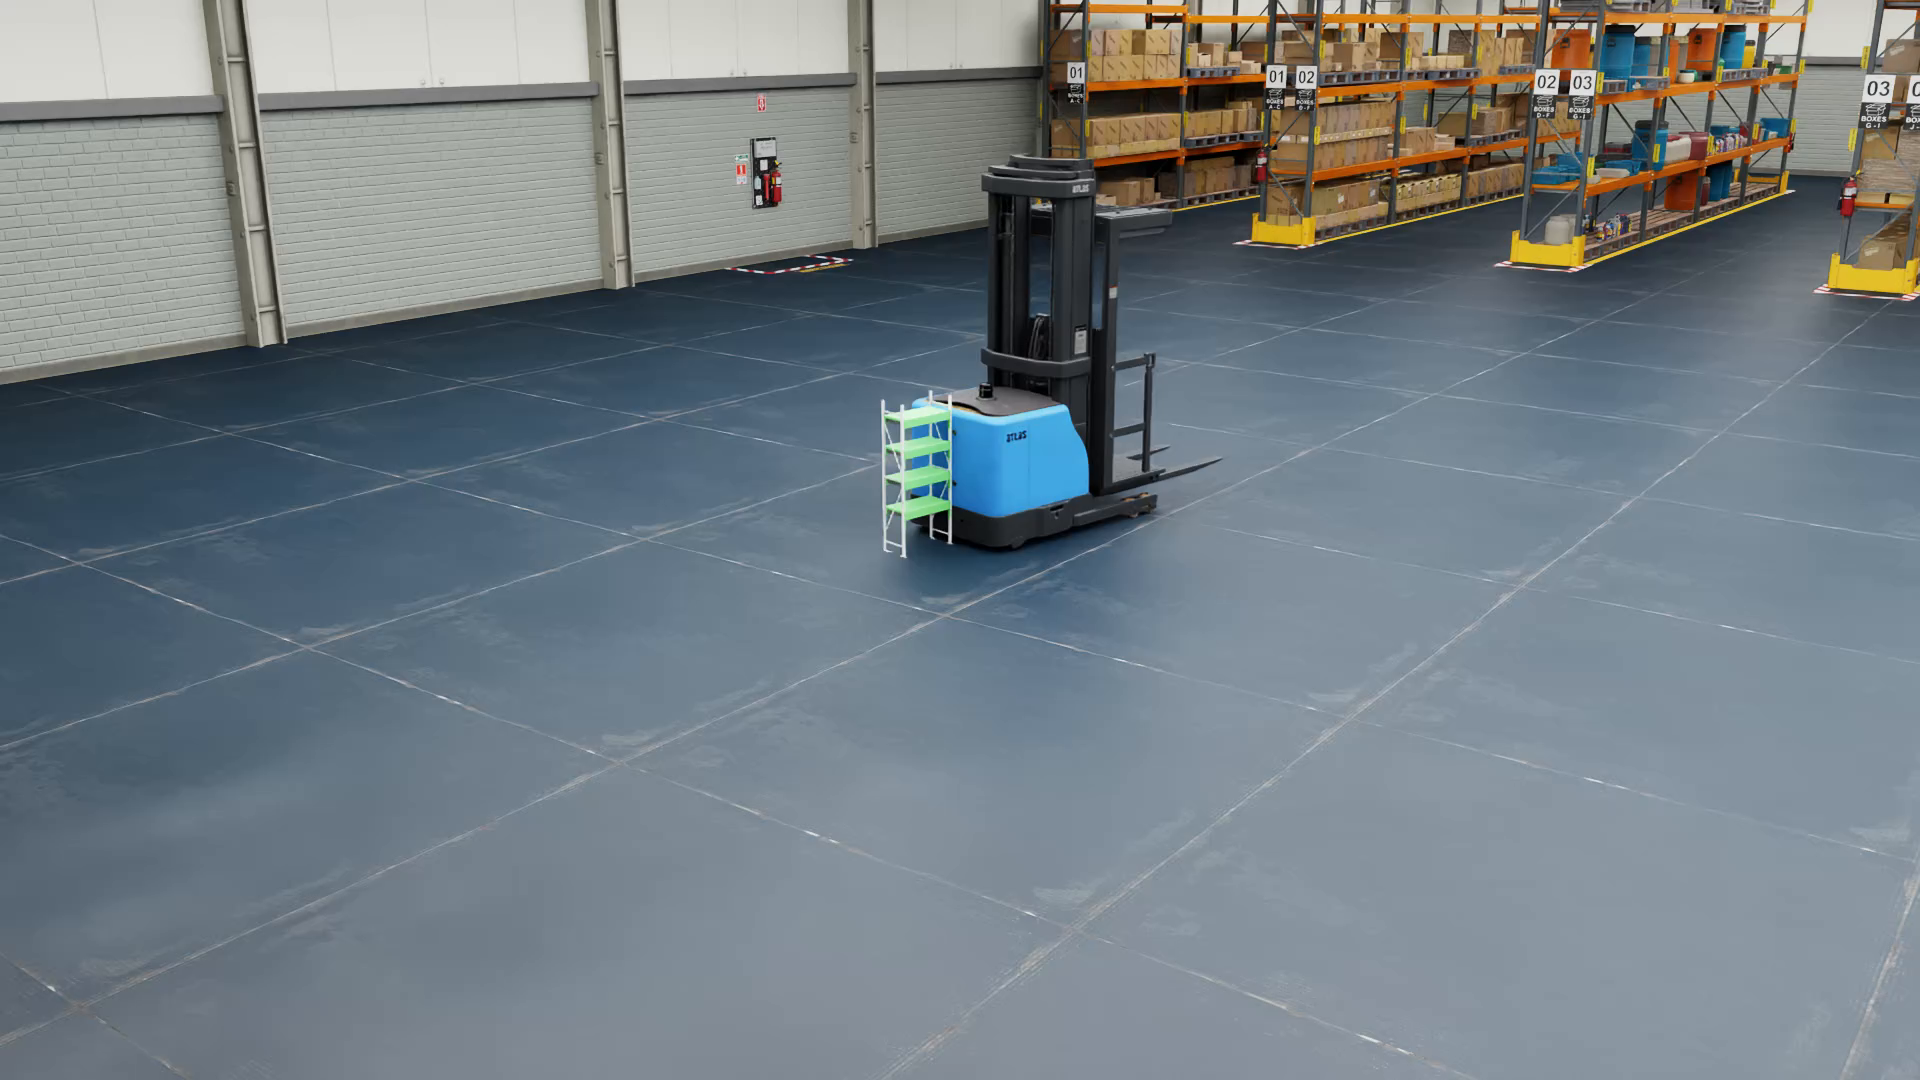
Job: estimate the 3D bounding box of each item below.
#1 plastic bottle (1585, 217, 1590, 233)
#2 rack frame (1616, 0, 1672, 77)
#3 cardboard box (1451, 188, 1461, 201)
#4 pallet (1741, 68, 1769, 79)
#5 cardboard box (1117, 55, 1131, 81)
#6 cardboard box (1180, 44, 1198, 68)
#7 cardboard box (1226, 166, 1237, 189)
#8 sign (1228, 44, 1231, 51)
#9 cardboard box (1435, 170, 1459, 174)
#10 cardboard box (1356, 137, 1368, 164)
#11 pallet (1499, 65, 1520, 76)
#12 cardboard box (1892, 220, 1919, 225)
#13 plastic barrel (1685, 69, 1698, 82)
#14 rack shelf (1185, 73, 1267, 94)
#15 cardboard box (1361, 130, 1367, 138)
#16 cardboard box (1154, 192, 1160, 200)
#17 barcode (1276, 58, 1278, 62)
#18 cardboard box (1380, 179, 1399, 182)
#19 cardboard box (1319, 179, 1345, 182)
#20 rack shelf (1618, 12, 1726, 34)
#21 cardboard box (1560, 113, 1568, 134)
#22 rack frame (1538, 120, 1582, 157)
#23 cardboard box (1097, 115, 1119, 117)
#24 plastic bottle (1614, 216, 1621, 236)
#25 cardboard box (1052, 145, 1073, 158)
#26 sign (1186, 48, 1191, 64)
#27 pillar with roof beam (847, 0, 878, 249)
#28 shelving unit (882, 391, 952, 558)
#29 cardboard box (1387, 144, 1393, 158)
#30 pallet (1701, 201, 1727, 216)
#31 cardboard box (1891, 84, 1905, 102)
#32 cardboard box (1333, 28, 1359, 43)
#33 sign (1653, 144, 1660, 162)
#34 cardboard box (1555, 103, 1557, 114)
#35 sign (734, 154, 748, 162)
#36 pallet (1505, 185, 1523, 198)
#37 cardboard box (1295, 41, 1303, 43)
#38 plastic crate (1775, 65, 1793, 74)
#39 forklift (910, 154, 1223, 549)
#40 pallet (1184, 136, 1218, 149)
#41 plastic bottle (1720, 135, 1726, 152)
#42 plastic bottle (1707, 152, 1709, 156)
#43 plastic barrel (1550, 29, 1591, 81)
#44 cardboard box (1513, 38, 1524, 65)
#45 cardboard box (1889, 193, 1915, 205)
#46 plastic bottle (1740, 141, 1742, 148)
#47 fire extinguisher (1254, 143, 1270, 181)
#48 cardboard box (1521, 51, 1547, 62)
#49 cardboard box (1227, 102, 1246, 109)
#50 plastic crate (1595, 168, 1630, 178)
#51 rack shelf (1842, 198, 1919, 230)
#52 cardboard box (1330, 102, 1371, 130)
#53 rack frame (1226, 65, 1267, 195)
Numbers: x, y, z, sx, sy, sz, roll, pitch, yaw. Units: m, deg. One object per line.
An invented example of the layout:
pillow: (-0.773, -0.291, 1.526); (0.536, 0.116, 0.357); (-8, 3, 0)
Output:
plastic bottle: (11.641, -5.853, 30.891); (0.097, 0.271, 0.097); (0, 17, 0)
rack frame: (12.445, -9.985, 30.225); (1.000, 3.000, 0.127); (12, 21, 35)
cardboard box: (10.735, -7.668, 36.807); (0.500, 0.250, 0.500); (13, 21, 36)
pallet: (16.823, -10.164, 36.177); (1.213, 0.211, 1.003); (12, 21, 35)
cardboard box: (3.160, -9.690, 34.128); (0.500, 0.500, 0.500); (14, 22, 37)
cardboard box: (4.879, -10.668, 36.604); (0.500, 0.500, 0.500); (16, 24, 42)
cardboard box: (6.084, -8.557, 39.215); (0.700, 0.500, 0.500); (12, 21, 35)
sign: (6.431, -11.641, 39.609); (0.100, 0.325, 0.005); (12, 21, 35)
cardboard box: (11.221, -8.230, 38.161); (0.500, 0.500, 0.500); (13, 22, 37)
cardboard box: (7.599, -7.692, 32.787); (0.700, 0.500, 0.500); (13, 21, 35)
pallet: (12.175, -10.854, 38.398); (1.213, 0.211, 1.003); (12, 21, 35)
cardboard box: (16.152, -5.164, 28.321); (0.500, 0.500, 0.500); (12, 21, 33)
plastic barrel: (14.722, -9.364, 33.542); (0.294, 0.245, 0.294); (0, 17, 0)
rack shelf: (5.680, -10.436, 37.948); (1.077, 0.370, 4.000); (12, 21, 35)
cardboard box: (7.721, -7.949, 32.522); (0.380, 0.149, 0.250); (13, 22, 36)
cardboard box: (4.194, -7.595, 36.680); (0.380, 0.166, 0.250); (9, 20, 28)
barcode: (5.878, -8.911, 30.843); (0.001, 0.075, 0.075); (12, 21, 35)
cardboard box: (9.084, -7.542, 35.456); (0.500, 0.311, 0.500); (12, 21, 35)
cardboard box: (7.346, -6.949, 33.226); (0.500, 0.500, 0.500); (12, 21, 35)
rack shelf: (13.637, -9.927, 31.925); (1.077, 0.370, 4.000); (12, 21, 35)
cardboard box: (14.963, -10.506, 41.847); (0.500, 0.500, 0.500); (13, 21, 35)
rack frame: (15.619, -10.855, 43.140); (1.000, 3.000, 0.127); (12, 21, 35)
cardboard box: (3.128, -8.726, 35.240); (0.500, 0.500, 0.500); (13, 21, 35)
plastic bottle: (11.986, -5.738, 30.390); (0.144, 0.351, 0.185); (12, 21, 34)
cardboard box: (2.228, -8.002, 34.172); (0.500, 0.250, 0.500); (13, 21, 35)
sign: (4.929, -10.456, 35.928); (0.100, 0.325, 0.005); (12, 21, 35)
pillar with roof beam: (1.710, -8.913, 26.772); (9.100, 9.000, 0.400); (12, 21, 35)
shelving unit: (-0.330, -0.512, 12.868); (0.503, 1.200, 0.258); (-16, 23, -41)
cardboard box: (8.727, -8.050, 34.361); (0.500, 0.250, 0.500); (14, 22, 38)
pallet: (15.992, -7.226, 36.156); (1.003, 0.211, 1.213); (12, 21, 35)
cardboard box: (14.123, -6.813, 25.320); (0.500, 0.250, 0.500); (13, 21, 36)
cardboard box: (9.905, -12.864, 42.664); (0.500, 0.500, 0.500); (12, 21, 34)
sign: (12.880, -7.153, 30.752); (0.100, 0.325, 0.005); (12, 21, 35)
cardboard box: (14.356, -10.735, 40.900); (0.500, 0.500, 0.500); (12, 21, 33)
sign: (-3.653, -6.383, 27.787); (0.001, 0.109, 0.331); (12, 21, 35)
pallet: (12.782, -8.370, 39.840); (1.003, 0.211, 1.213); (12, 21, 35)
cardboard box: (8.013, -12.025, 40.939); (0.700, 0.500, 0.500); (12, 21, 35)
plastic crate: (19.237, -11.024, 38.986); (0.450, 0.188, 0.336); (12, 21, 35)
forklift: (1.019, -1.683, 13.722); (3.031, 2.935, 1.130); (-16, 23, -41)
pallet: (5.061, -8.936, 37.284); (1.003, 0.211, 1.213); (12, 21, 35)
plastic bottle: (16.270, -8.463, 35.522); (0.144, 0.351, 0.185); (12, 21, 35)
plastic bottle: (15.495, -8.070, 34.508); (0.097, 0.201, 0.097); (0, 17, 0)
plastic barrel: (10.249, -8.144, 27.921); (0.600, 0.830, 0.708); (12, 21, 35)
cardboard box: (12.876, -11.524, 39.191); (0.600, 0.600, 0.600); (10, 20, 30)
cardboard box: (14.401, -5.198, 25.349); (0.380, 0.149, 0.250); (12, 21, 35)
plastic bottle: (17.189, -8.747, 36.689); (0.097, 0.201, 0.097); (0, 17, 0)
fire extinguisher: (5.642, -7.061, 31.053); (0.296, 0.674, 0.183); (12, 21, 35)
cardboard box: (13.725, -11.574, 39.807); (0.500, 0.250, 0.500); (12, 21, 35)
cardboard box: (6.511, -10.225, 39.107); (0.380, 0.149, 0.250); (9, 19, 26)
plastic crate: (11.681, -6.563, 29.764); (0.530, 0.136, 0.437); (12, 21, 35)
rack shelf: (15.231, -5.425, 26.869); (1.077, 0.370, 4.000); (12, 21, 35)
cardboard box: (7.611, -8.317, 32.613); (0.700, 0.500, 0.500); (12, 21, 35)
rack frame: (6.872, -9.824, 39.820); (1.000, 3.000, 0.127); (12, 21, 35)
